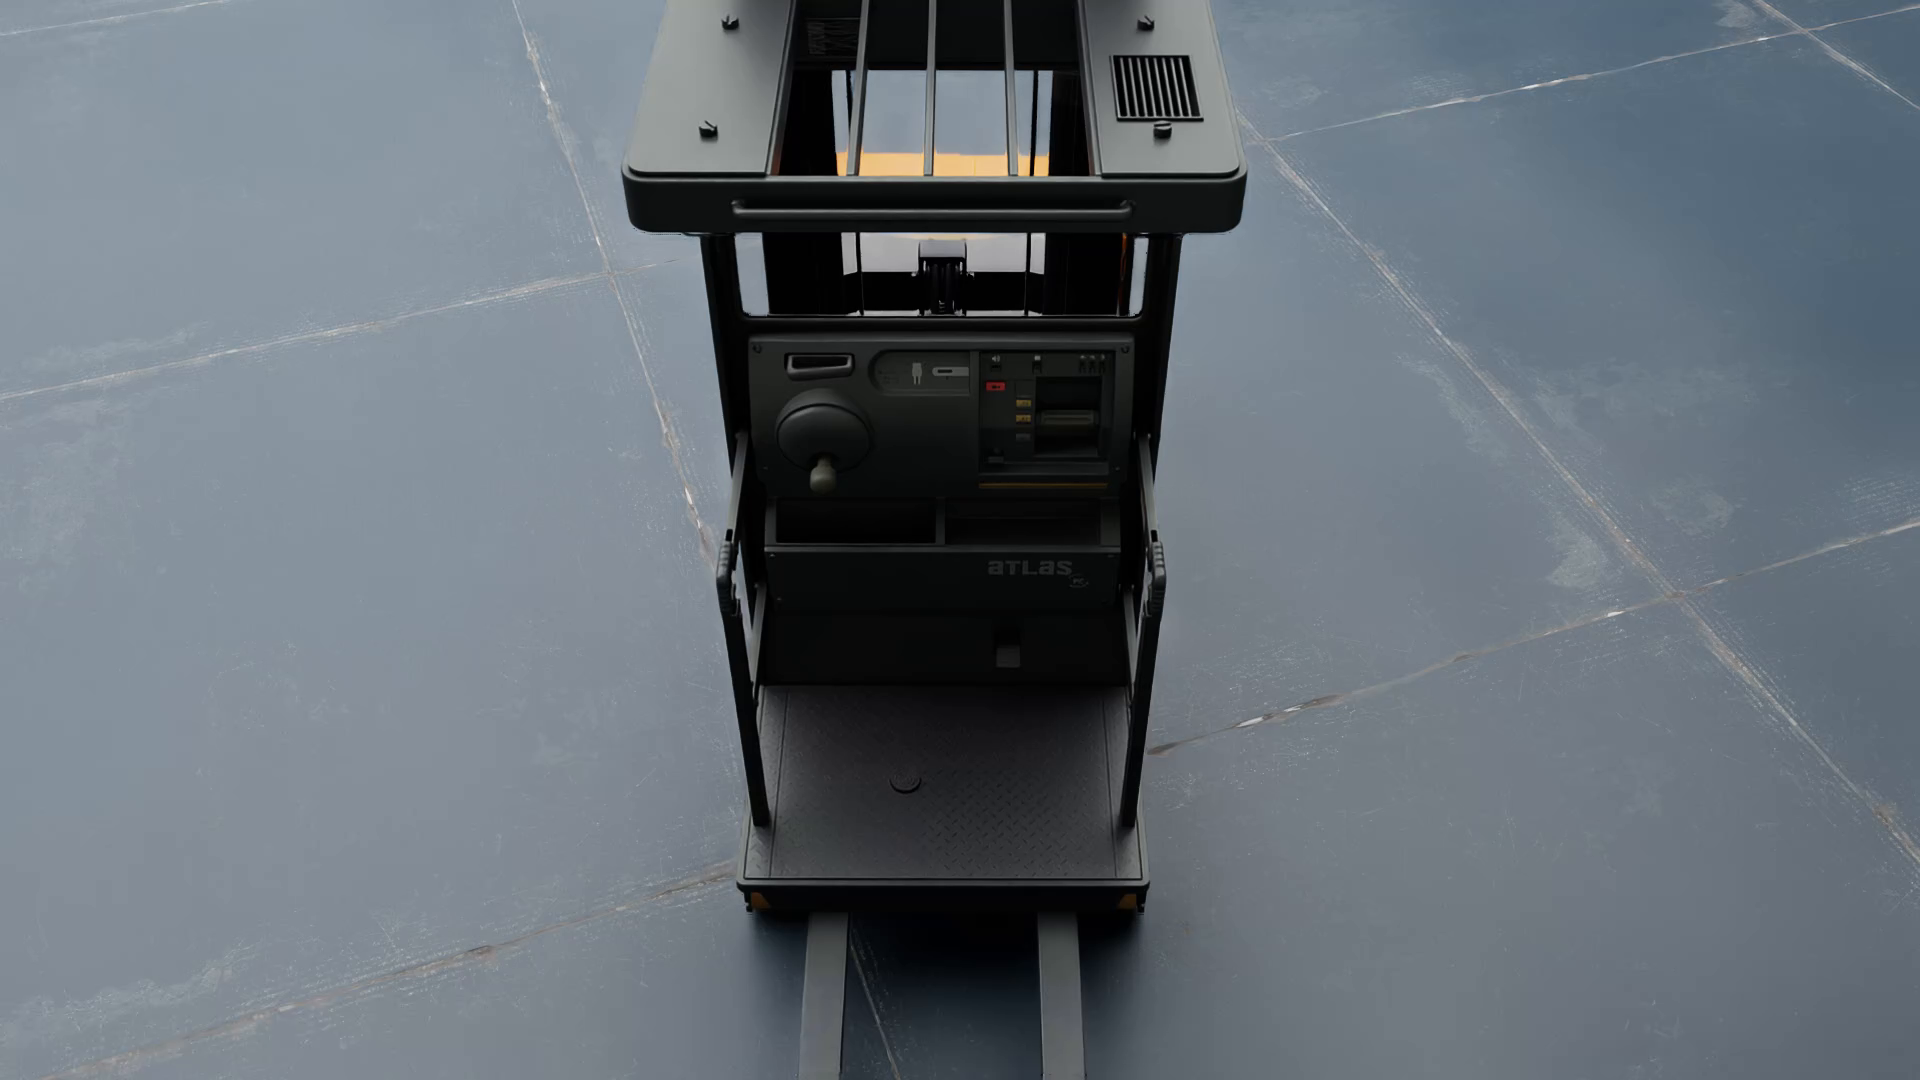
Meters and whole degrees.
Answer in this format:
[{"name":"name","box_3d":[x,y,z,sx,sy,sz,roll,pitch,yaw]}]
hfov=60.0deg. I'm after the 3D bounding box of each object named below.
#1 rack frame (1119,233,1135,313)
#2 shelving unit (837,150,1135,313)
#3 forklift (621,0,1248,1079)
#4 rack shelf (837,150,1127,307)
[{"name":"rack frame","box_3d":[0.553,-0.844,5.797,0.032,1.125,0.500,2,45,2]},{"name":"shelving unit","box_3d":[0.045,-0.857,5.810,1.048,1.125,0.538,2,45,2]},{"name":"forklift","box_3d":[-0.043,-0.217,3.896,1.130,2.935,3.031,0,45,0]},{"name":"rack shelf","box_3d":[0.045,-1.064,5.603,1.000,0.278,0.538,2,45,2]}]
